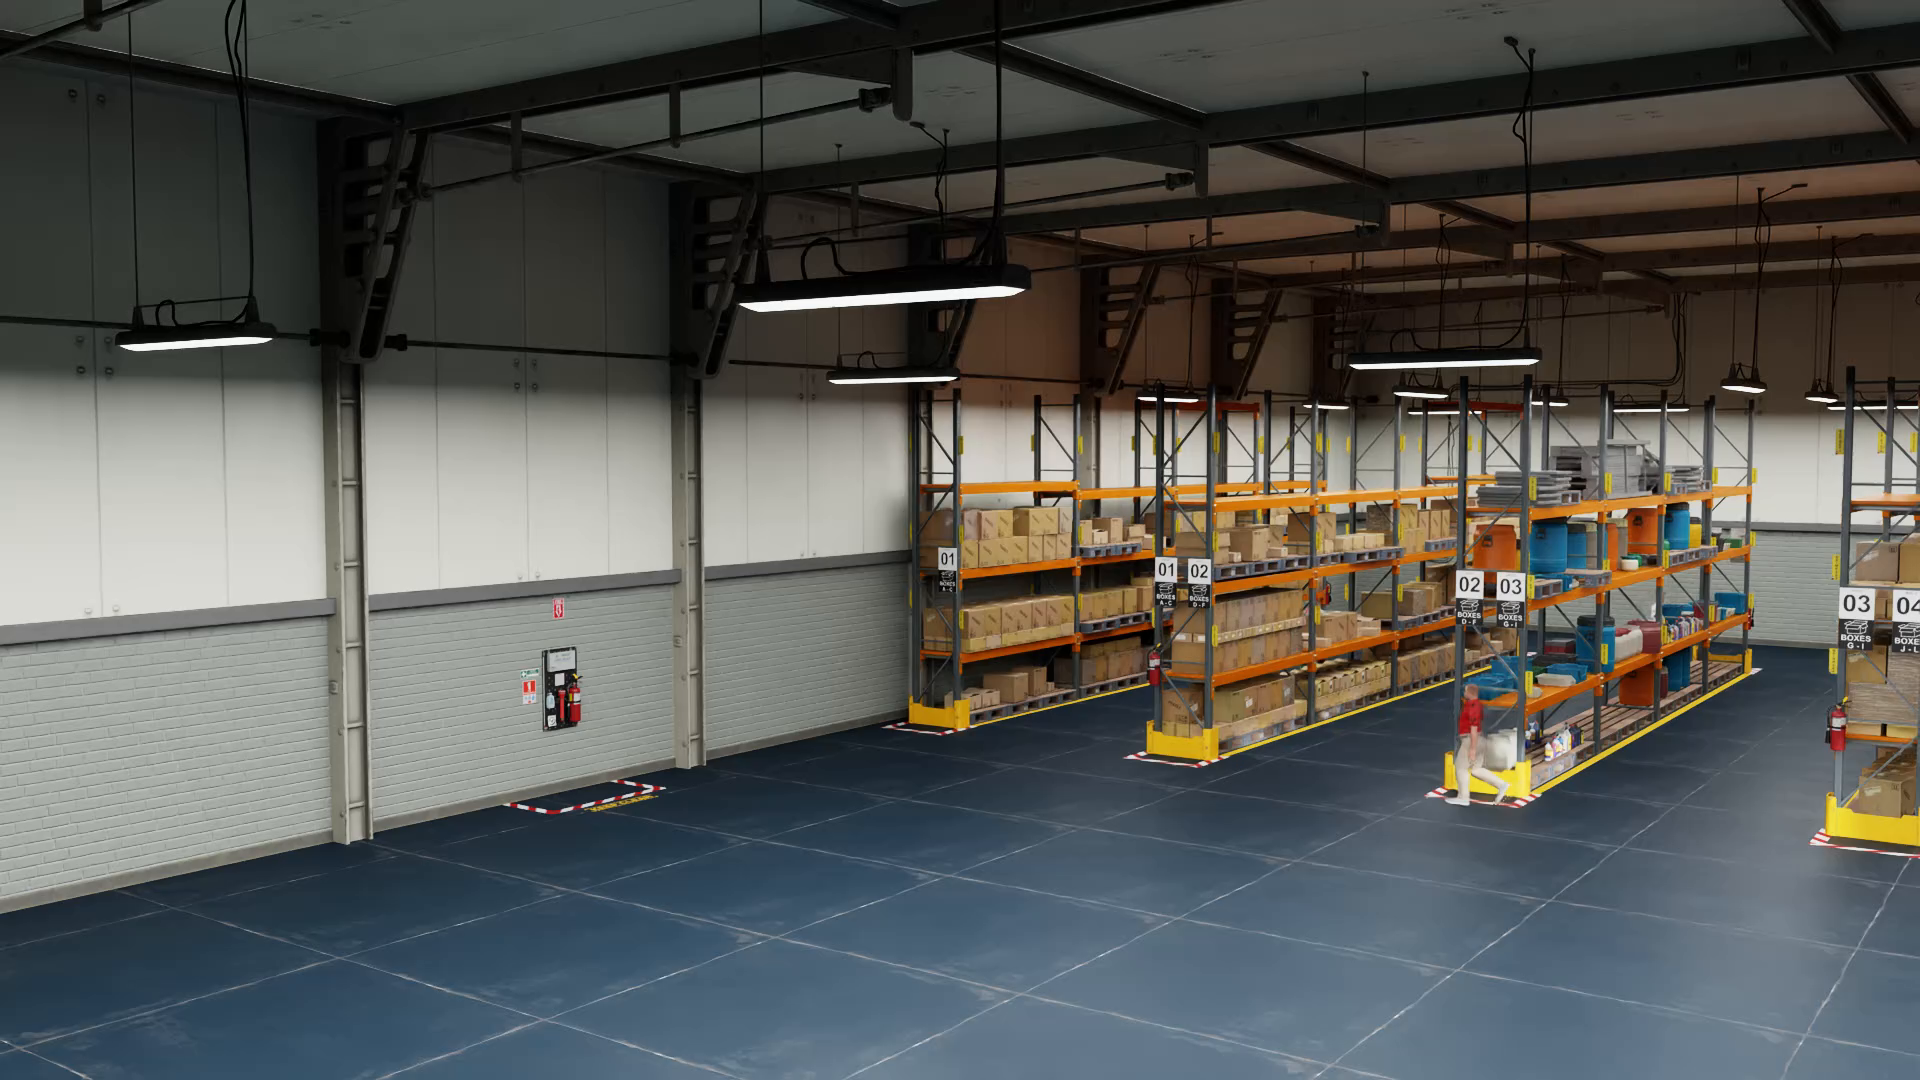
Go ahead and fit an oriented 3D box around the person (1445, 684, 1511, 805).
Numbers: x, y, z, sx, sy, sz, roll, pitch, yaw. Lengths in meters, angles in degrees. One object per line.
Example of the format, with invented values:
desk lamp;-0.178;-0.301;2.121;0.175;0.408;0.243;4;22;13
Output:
person;7.148;2.828;23.032;0.781;1.687;0.566;2;4;28

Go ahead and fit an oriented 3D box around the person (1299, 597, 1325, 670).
person;7.602;2.053;35.989;0.577;1.721;1.050;2;4;31

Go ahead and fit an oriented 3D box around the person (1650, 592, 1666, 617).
person;16.444;1.990;38.992;0.470;1.568;0.913;-3;4;-38
